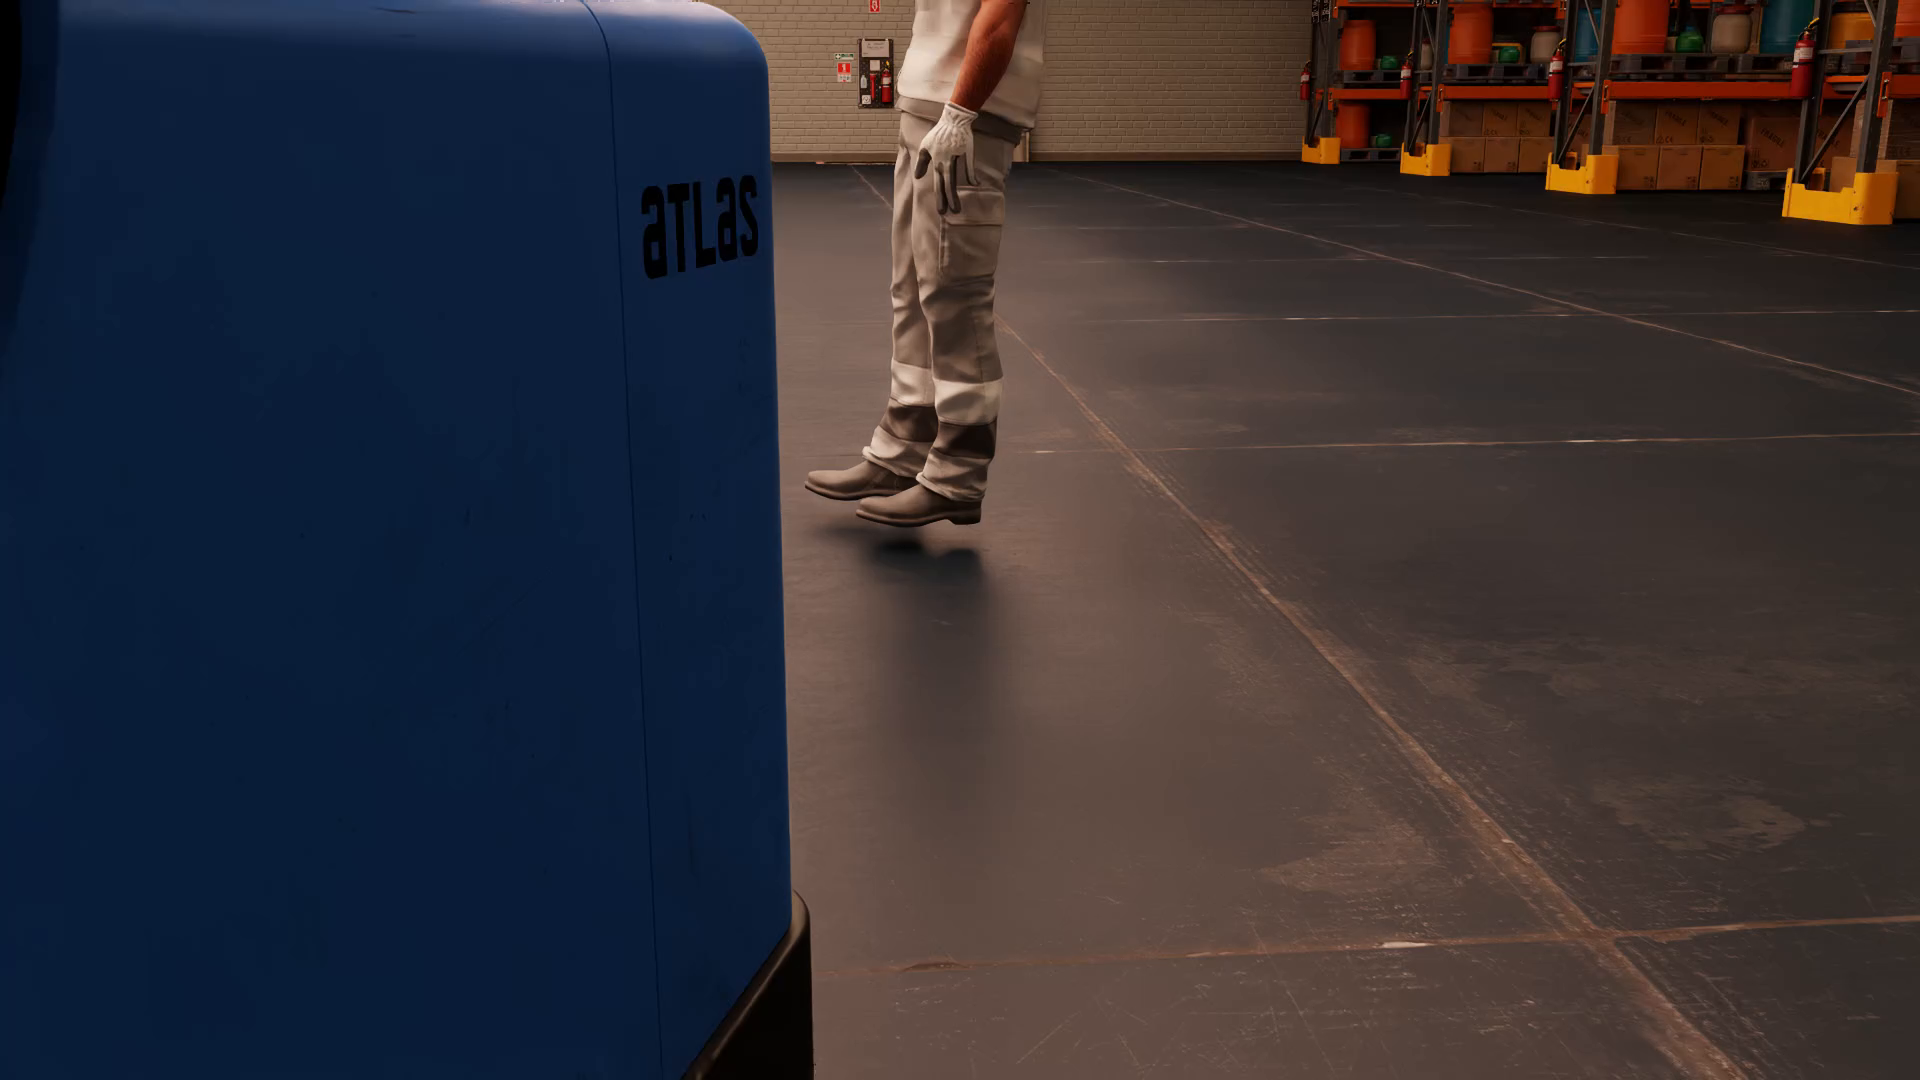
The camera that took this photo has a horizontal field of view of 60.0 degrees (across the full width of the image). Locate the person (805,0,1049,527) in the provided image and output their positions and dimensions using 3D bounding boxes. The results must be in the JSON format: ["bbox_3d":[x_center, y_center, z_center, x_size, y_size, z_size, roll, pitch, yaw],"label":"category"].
[{"bbox_3d":[-0.081,-0.911,3.699,0.561,1.789,0.638,-1,15,-5],"label":"person"}]
